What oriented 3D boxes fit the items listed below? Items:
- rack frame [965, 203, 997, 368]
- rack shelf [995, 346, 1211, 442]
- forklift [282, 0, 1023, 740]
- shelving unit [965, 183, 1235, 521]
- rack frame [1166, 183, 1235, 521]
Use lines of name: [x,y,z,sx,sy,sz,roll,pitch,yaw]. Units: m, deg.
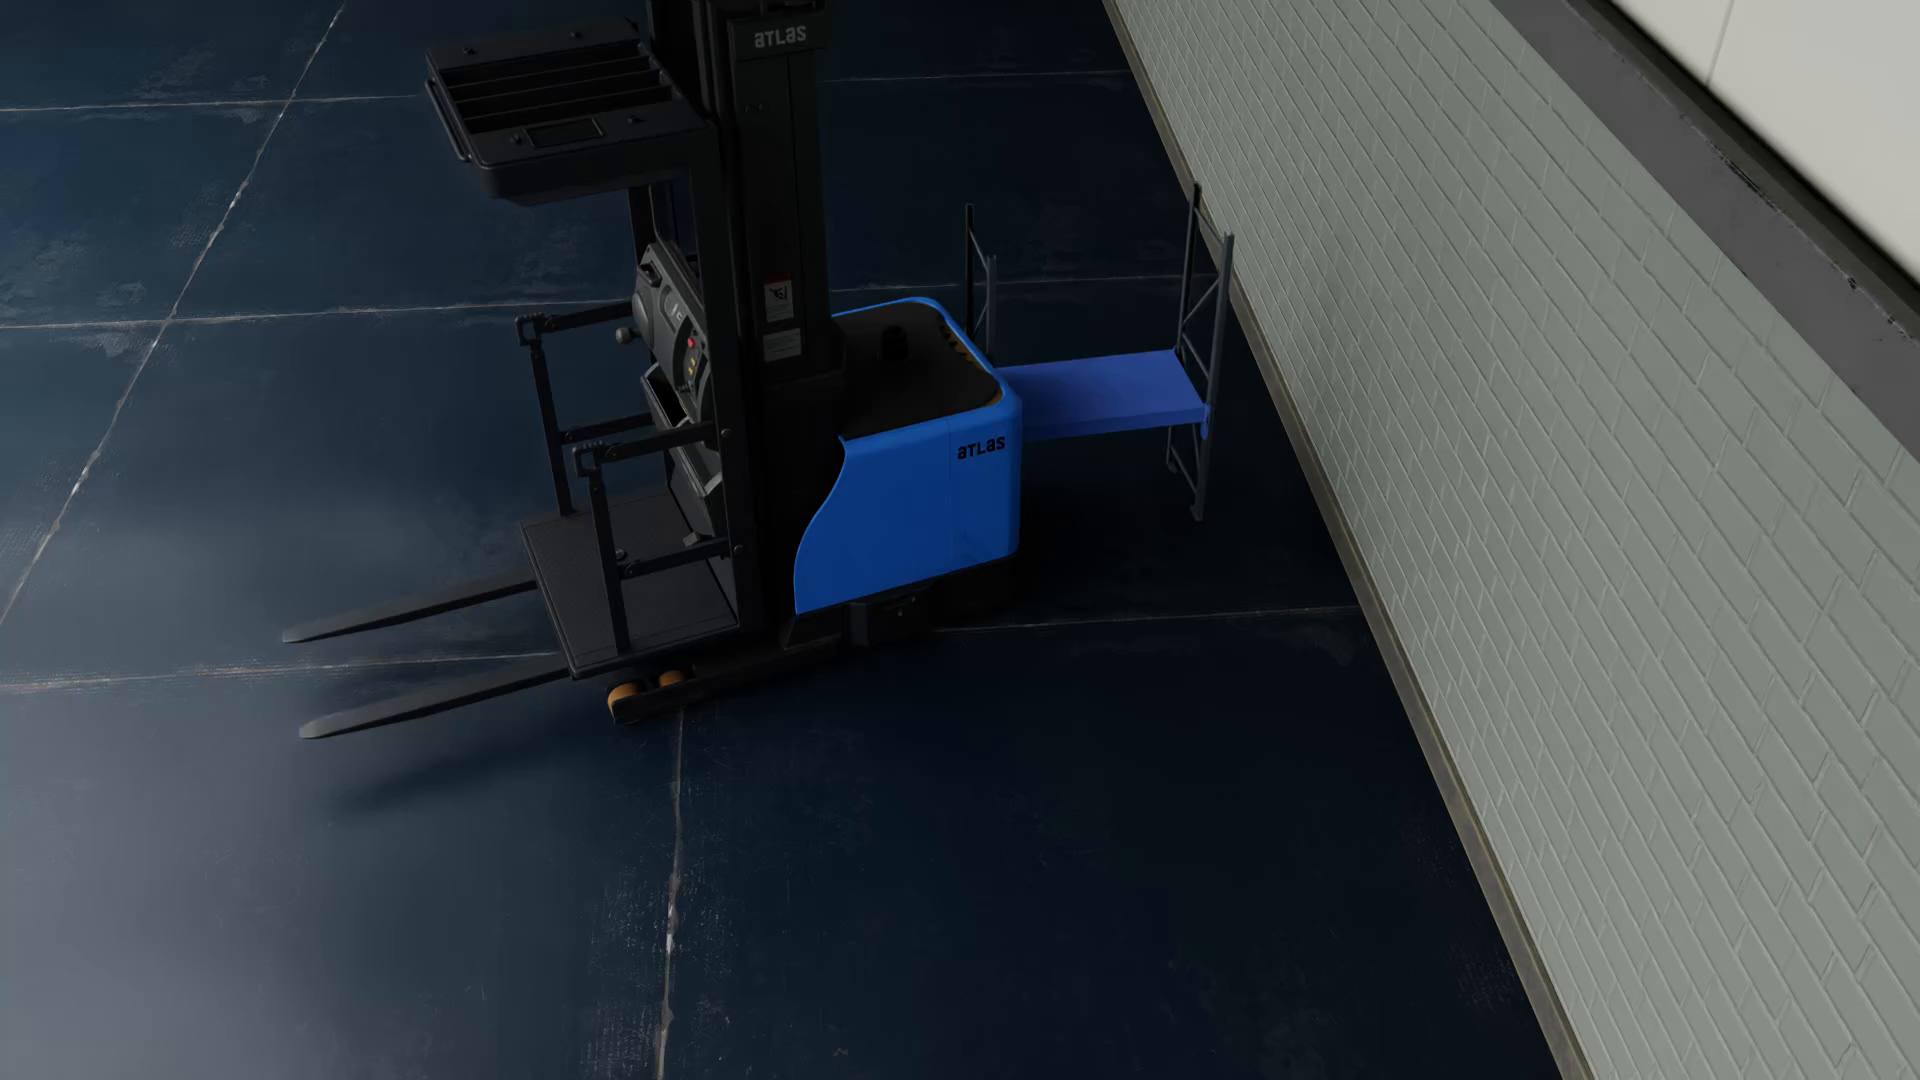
rack frame: [0.086,-0.708,7.437,0.032,1.500,0.500,-7,39,-9]
rack shelf: [0.585,-0.628,7.626,1.000,0.185,0.538,-7,39,-9]
forklift: [-1.293,-0.774,6.365,3.031,2.935,1.130,-15,41,-18]
shelving unit: [0.585,-0.769,7.514,1.048,1.500,0.538,-7,39,-9]
rack frame: [1.083,-0.831,7.592,0.032,1.500,0.500,-7,39,-9]
